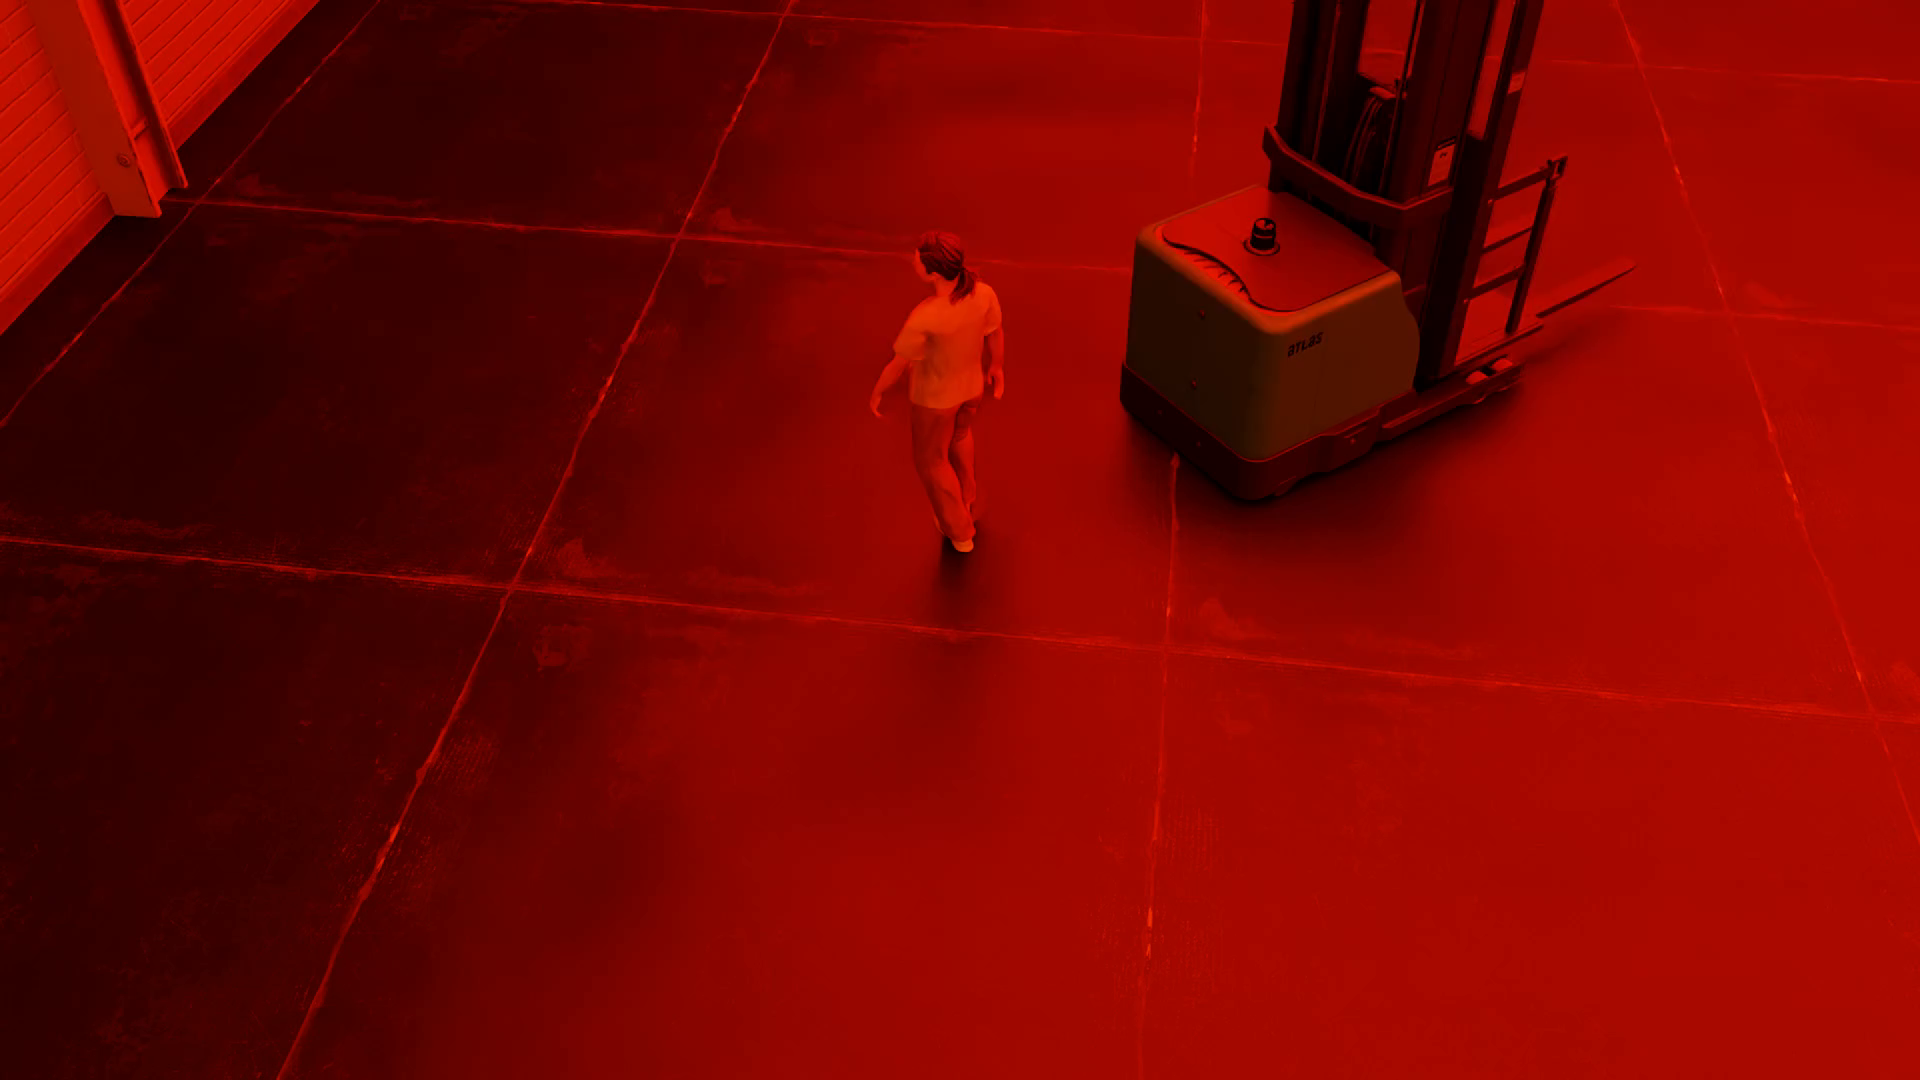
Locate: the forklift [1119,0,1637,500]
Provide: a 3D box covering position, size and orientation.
[{"bbox_3d":[2.327,-2.061,7.968,3.031,2.935,1.130,-25,48,-25],"label":"forklift"}]

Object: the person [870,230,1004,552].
[{"bbox_3d":[-0.089,-0.683,7.418,0.616,1.655,0.488,-31,51,-29],"label":"person"}]
